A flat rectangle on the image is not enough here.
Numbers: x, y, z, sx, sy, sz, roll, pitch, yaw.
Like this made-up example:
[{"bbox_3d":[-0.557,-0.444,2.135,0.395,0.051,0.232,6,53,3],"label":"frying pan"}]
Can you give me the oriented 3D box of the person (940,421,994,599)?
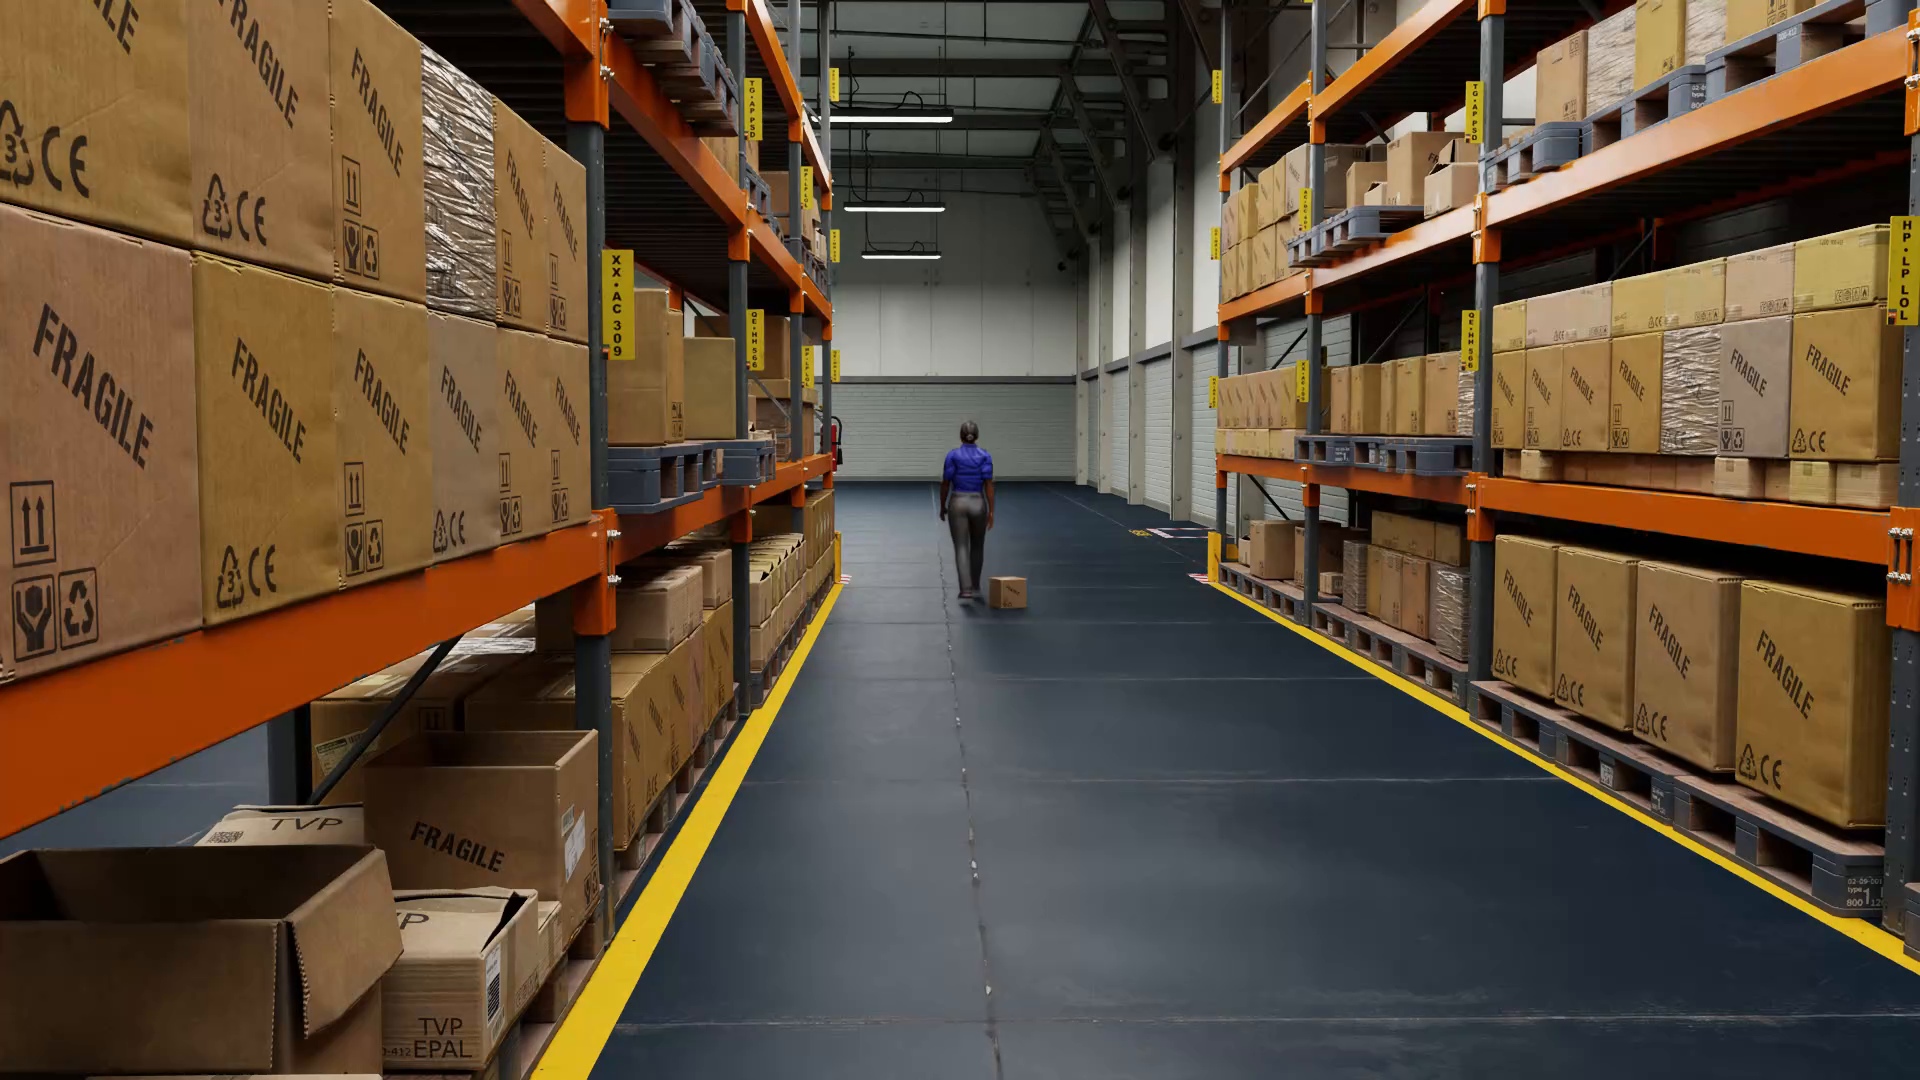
[{"bbox_3d":[0.051,-0.285,15.064,0.466,1.591,1.005,-1,4,-8],"label":"person"}]
